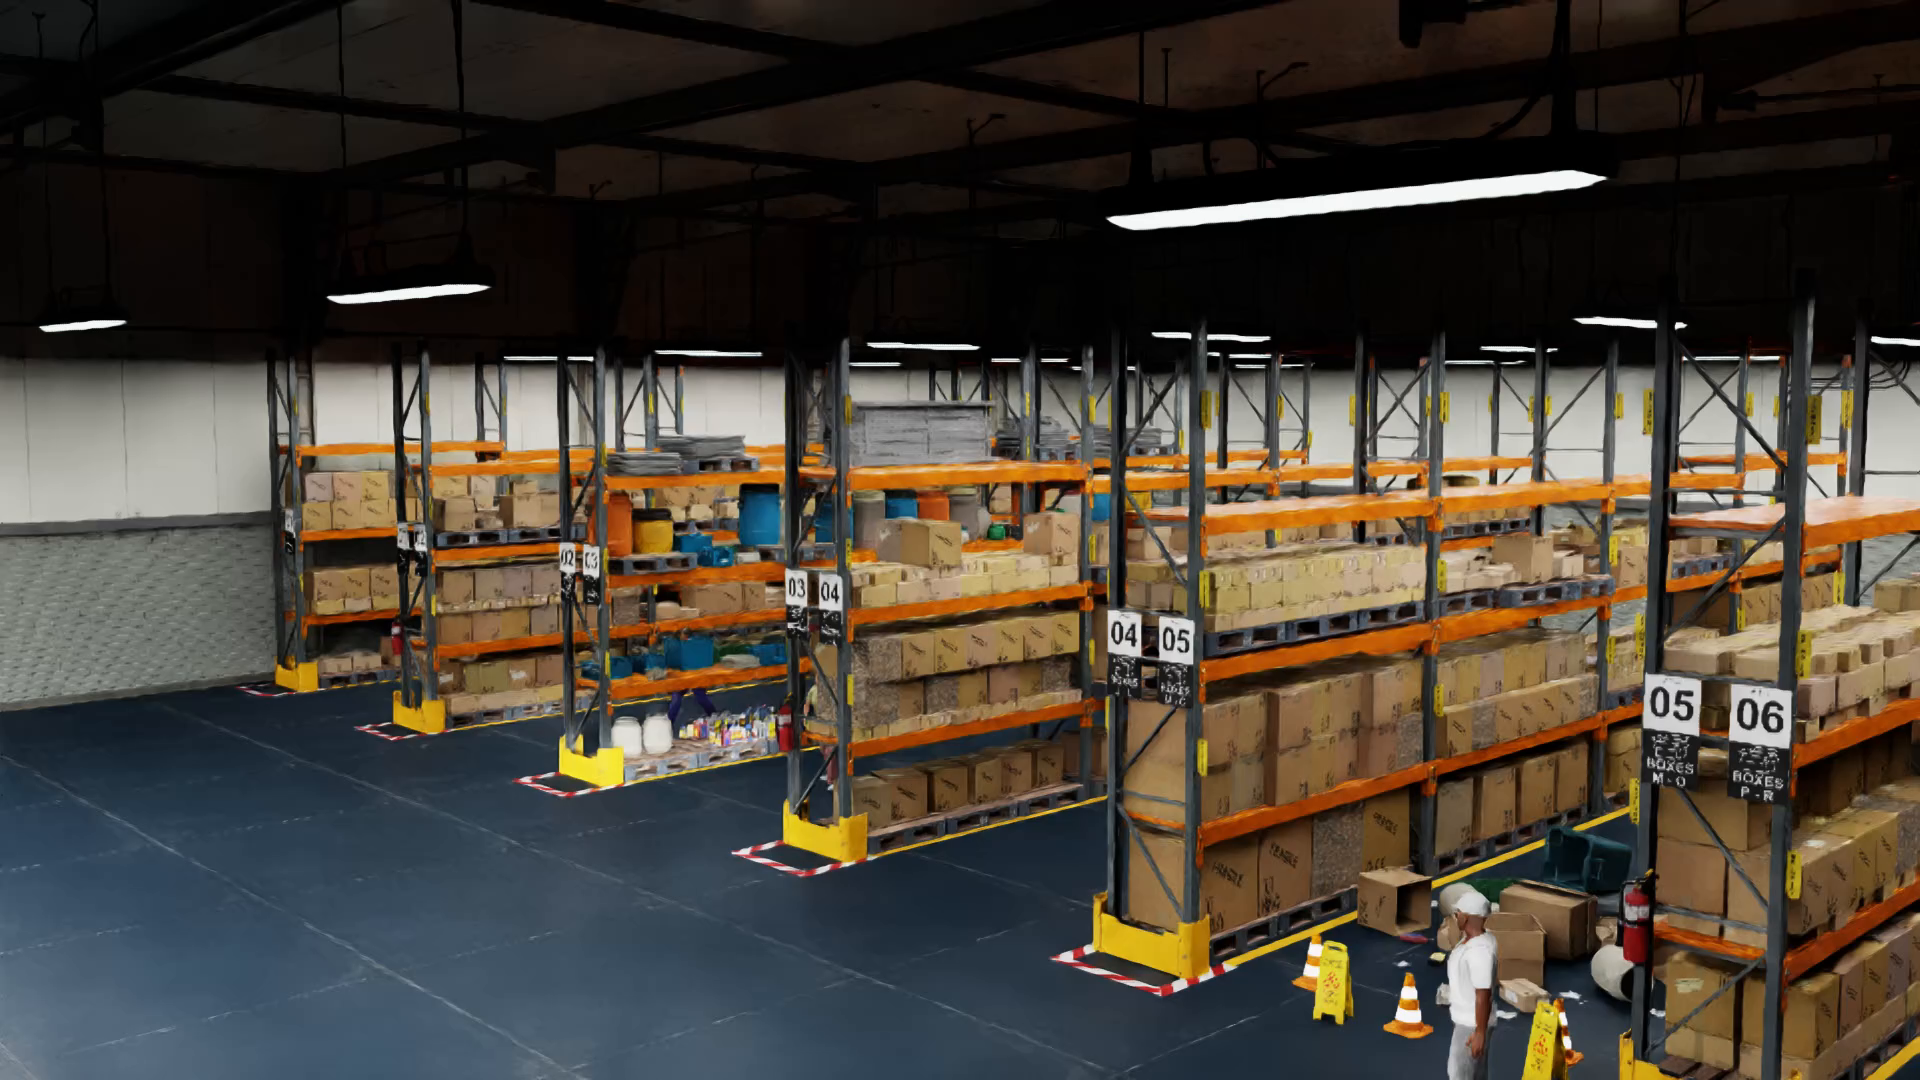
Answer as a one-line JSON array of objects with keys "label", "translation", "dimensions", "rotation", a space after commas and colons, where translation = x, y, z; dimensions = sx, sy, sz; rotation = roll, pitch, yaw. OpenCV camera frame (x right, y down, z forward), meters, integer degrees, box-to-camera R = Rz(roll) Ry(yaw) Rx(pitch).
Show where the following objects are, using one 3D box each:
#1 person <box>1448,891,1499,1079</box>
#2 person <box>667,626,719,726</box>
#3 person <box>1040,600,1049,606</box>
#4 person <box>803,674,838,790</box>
[{"label": "person", "translation": [3.536, 3.293, 11.379], "dimensions": [0.398, 1.760, 0.652], "rotation": [2, 5, 17]}, {"label": "person", "translation": [-4.233, 2.121, 25.880], "dimensions": [0.994, 1.577, 0.479], "rotation": [-3, 6, -34]}, {"label": "person", "translation": [1.561, 1.506, 31.774], "dimensions": [0.477, 1.789, 0.634], "rotation": [2, 5, 21]}, {"label": "person", "translation": [-1.732, 2.452, 22.004], "dimensions": [0.621, 1.604, 0.814], "rotation": [3, 6, 30]}]
